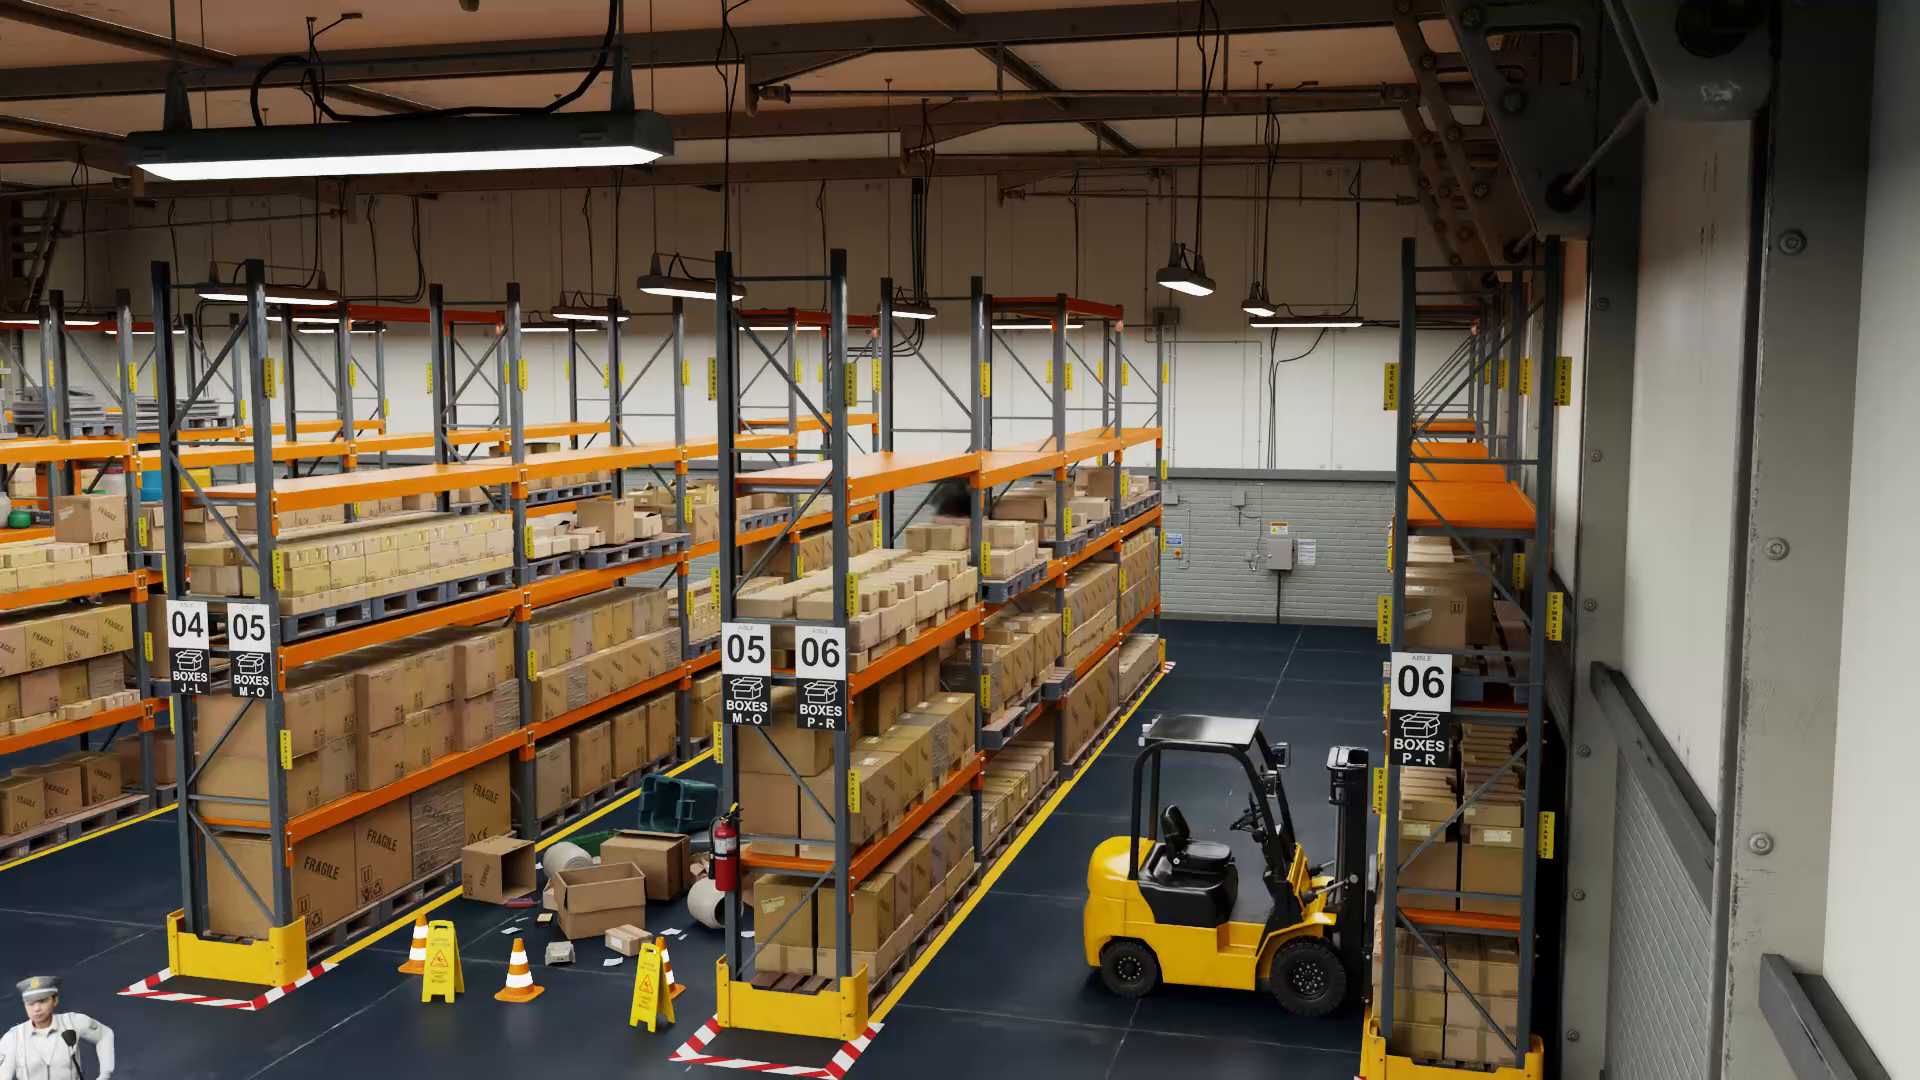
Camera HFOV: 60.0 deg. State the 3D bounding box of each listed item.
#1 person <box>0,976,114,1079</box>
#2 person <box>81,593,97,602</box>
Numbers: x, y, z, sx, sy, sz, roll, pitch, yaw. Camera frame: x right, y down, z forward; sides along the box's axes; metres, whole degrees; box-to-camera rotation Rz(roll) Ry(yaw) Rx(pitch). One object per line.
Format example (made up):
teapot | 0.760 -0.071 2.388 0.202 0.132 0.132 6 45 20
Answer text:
person | -5.230 3.335 9.611 0.619 1.730 0.739 -3 7 -23
person | -15.141 1.226 28.848 0.672 1.755 0.933 0 6 2
